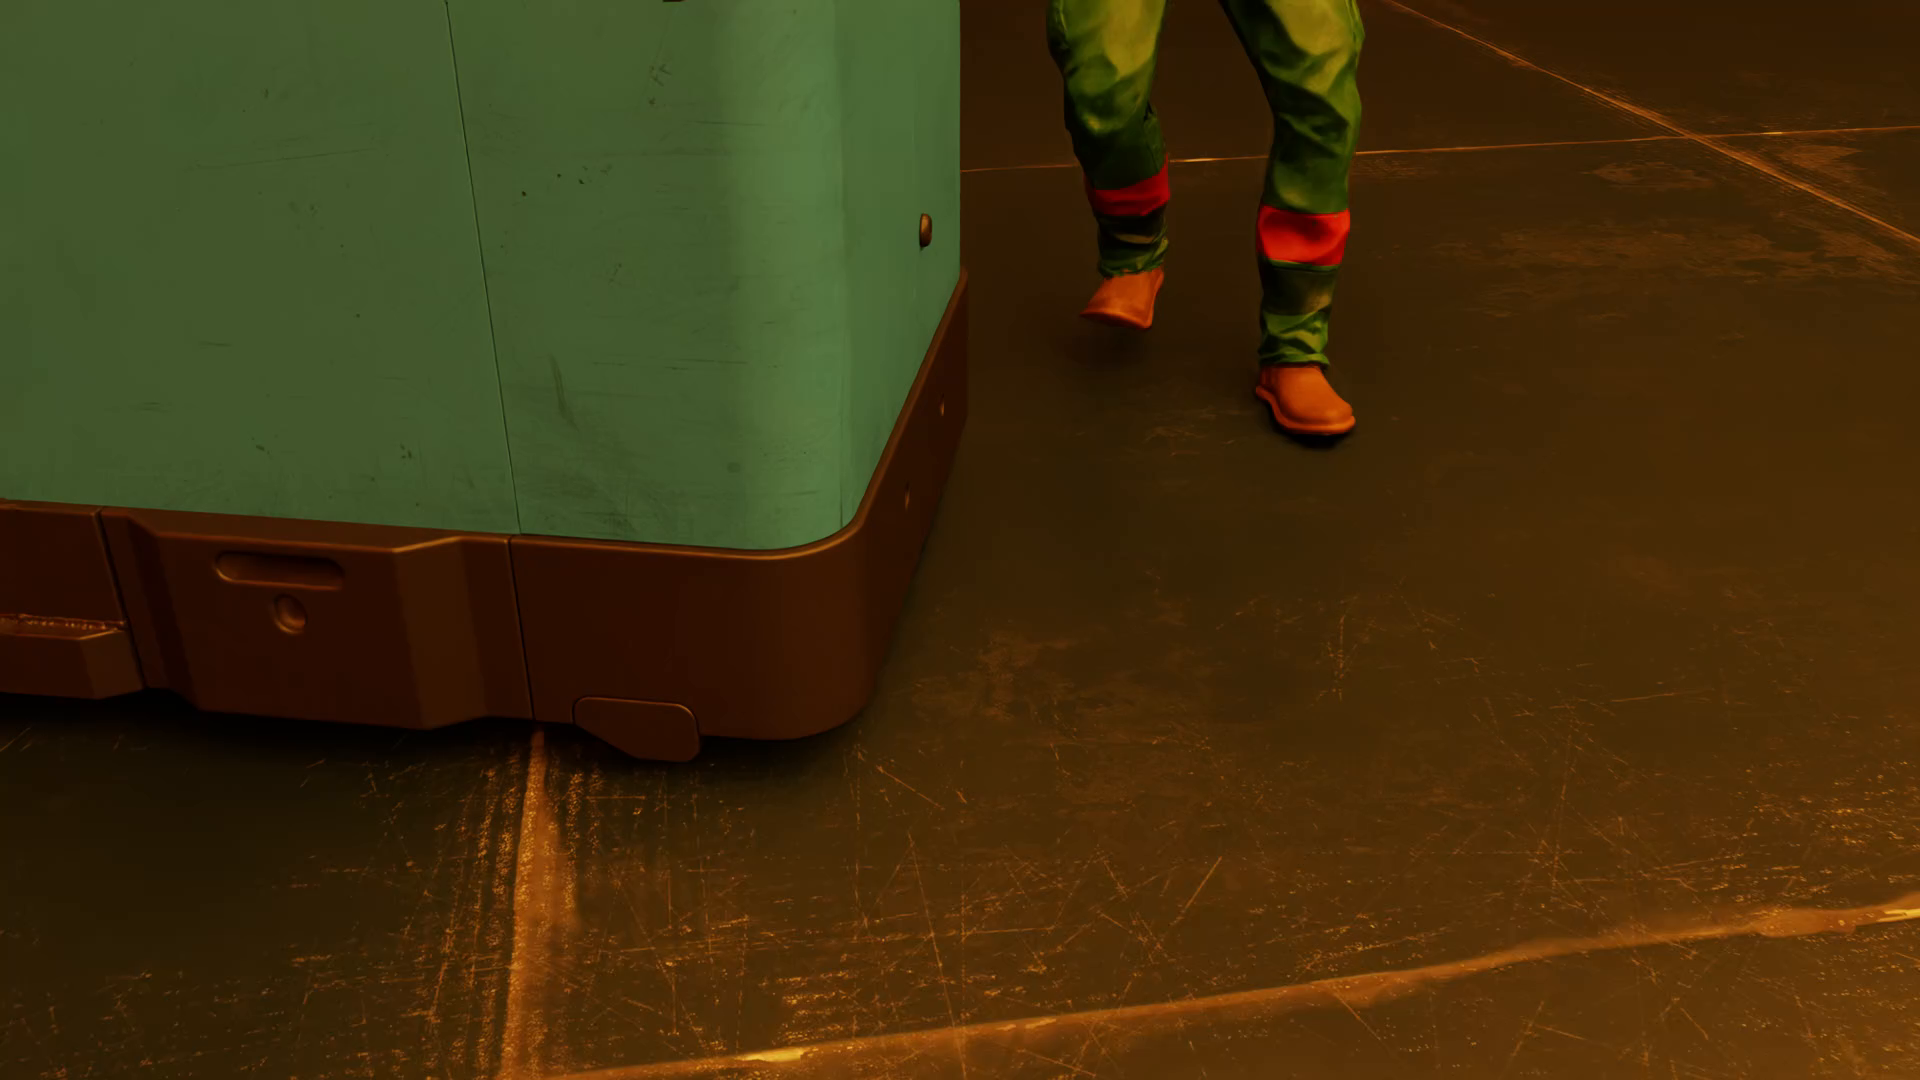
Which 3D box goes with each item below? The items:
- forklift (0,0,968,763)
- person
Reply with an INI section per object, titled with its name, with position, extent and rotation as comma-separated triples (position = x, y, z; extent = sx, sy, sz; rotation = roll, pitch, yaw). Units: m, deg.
[forklift]
position = -1.547, -1.338, 1.895
extent = 3.031, 2.935, 1.130
rotation = 4, 28, 7
[person]
position = 0.407, -1.051, 2.695
extent = 0.998, 1.722, 0.683
rotation = 1, 28, 3
